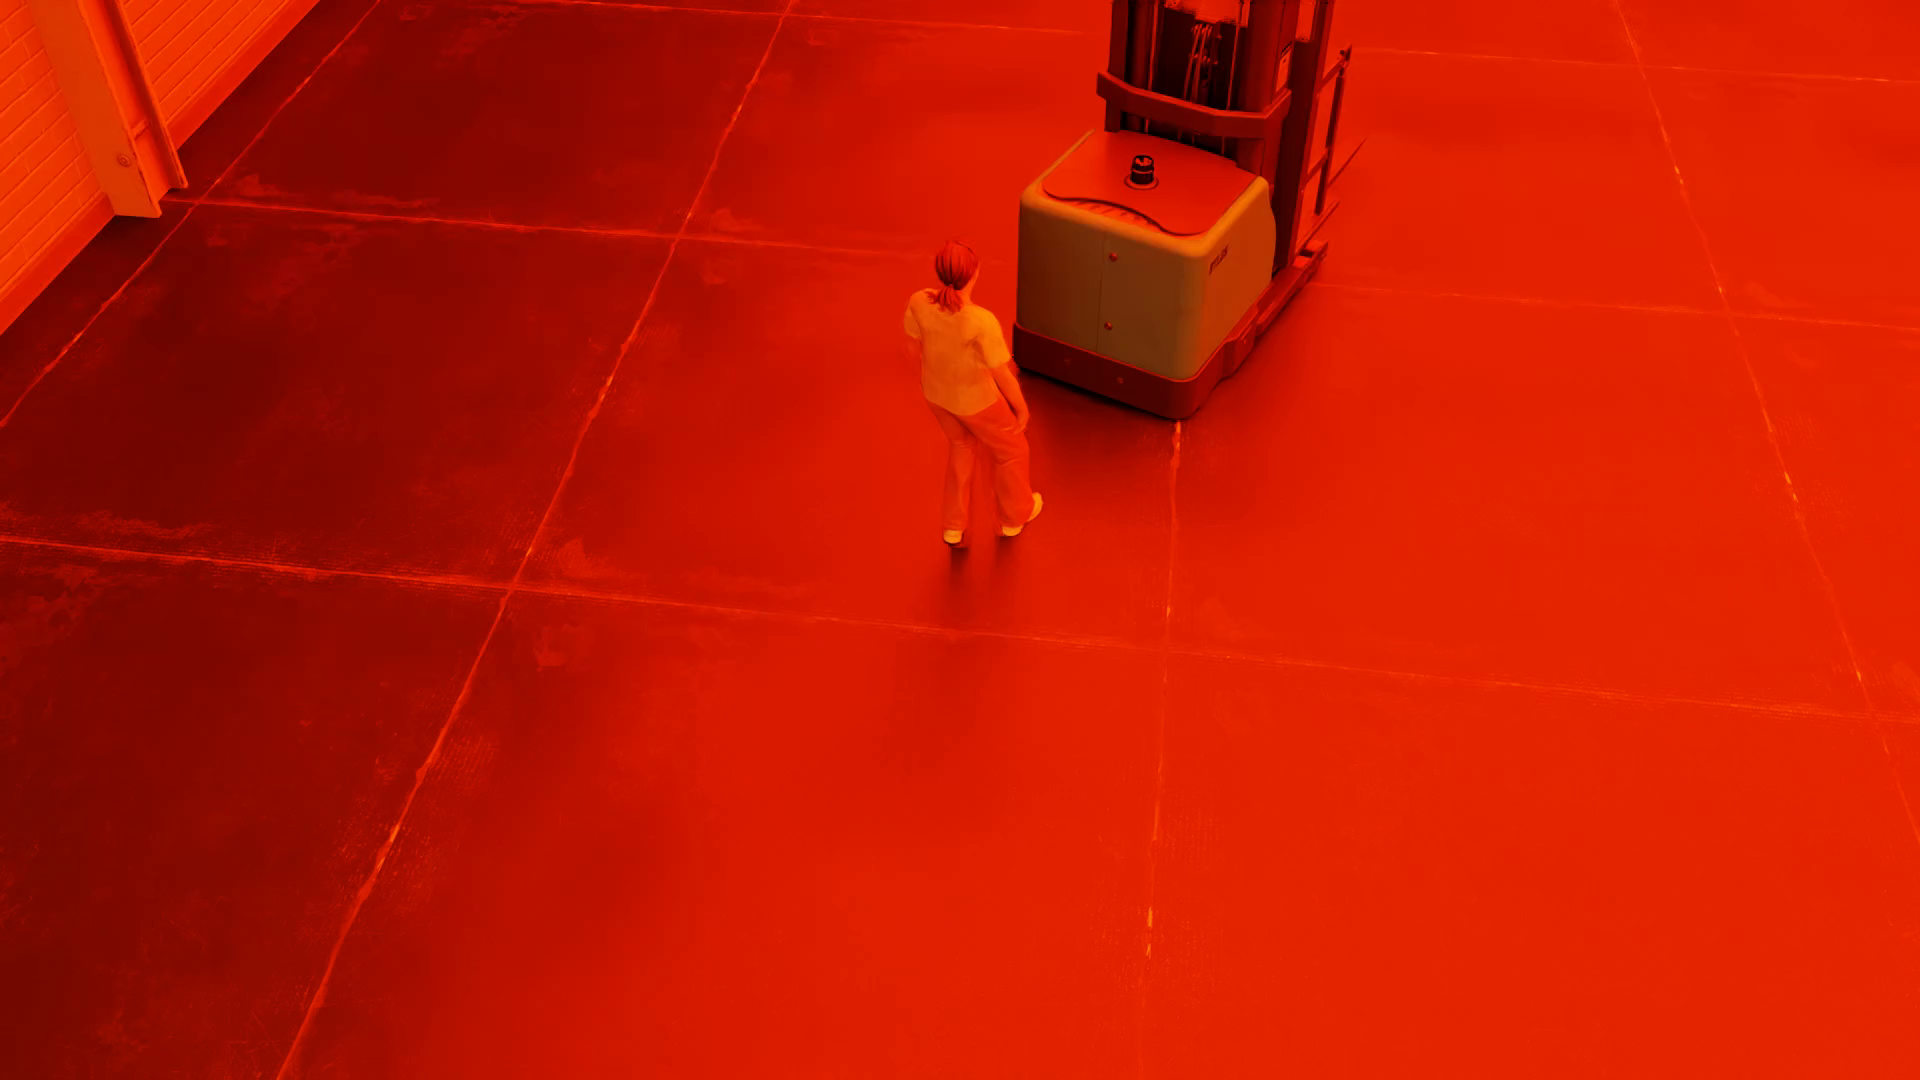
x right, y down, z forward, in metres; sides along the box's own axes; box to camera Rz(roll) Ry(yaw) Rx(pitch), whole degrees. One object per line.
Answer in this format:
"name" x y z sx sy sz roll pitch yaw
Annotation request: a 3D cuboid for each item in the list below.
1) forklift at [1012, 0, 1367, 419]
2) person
"forklift" 1.461 -2.676 8.637 1.130 2.935 3.031 22 47 22
"person" 0.087 -0.687 7.435 0.606 1.650 0.608 26 48 25
